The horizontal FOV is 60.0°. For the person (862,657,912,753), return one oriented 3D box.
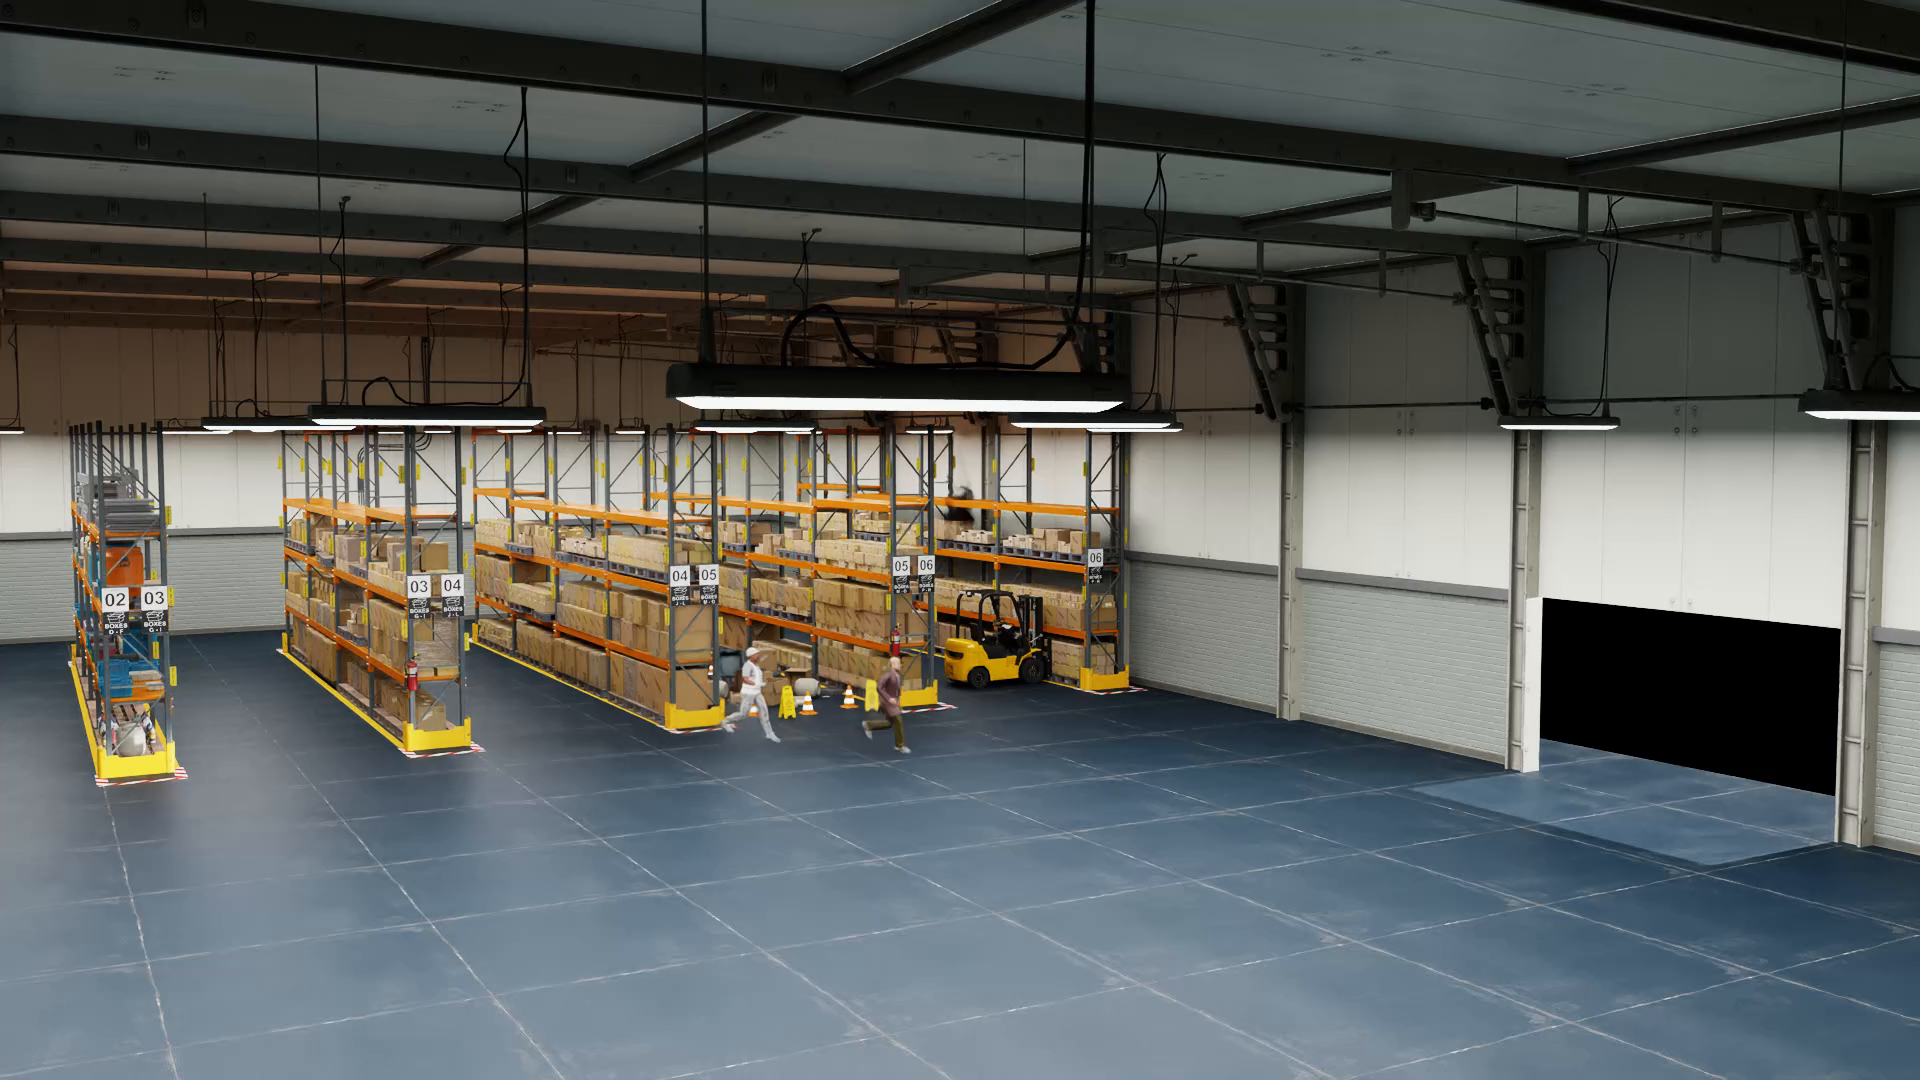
[{"bbox_3d":[-1.342,3.005,30.315,0.976,1.770,0.719,1,4,19],"label":"person"}]

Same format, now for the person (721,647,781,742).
[{"bbox_3d":[-3.952,2.907,31.255,1.161,1.787,0.646,1,4,17],"label":"person"}]

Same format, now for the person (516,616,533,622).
[{"bbox_3d":[-12.935,1.861,49.425,0.682,1.645,0.569,-3,5,-41],"label":"person"}]

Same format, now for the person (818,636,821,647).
[{"bbox_3d":[-3.941,2.088,45.059,0.635,1.775,0.752,-2,4,-32],"label":"person"}]
